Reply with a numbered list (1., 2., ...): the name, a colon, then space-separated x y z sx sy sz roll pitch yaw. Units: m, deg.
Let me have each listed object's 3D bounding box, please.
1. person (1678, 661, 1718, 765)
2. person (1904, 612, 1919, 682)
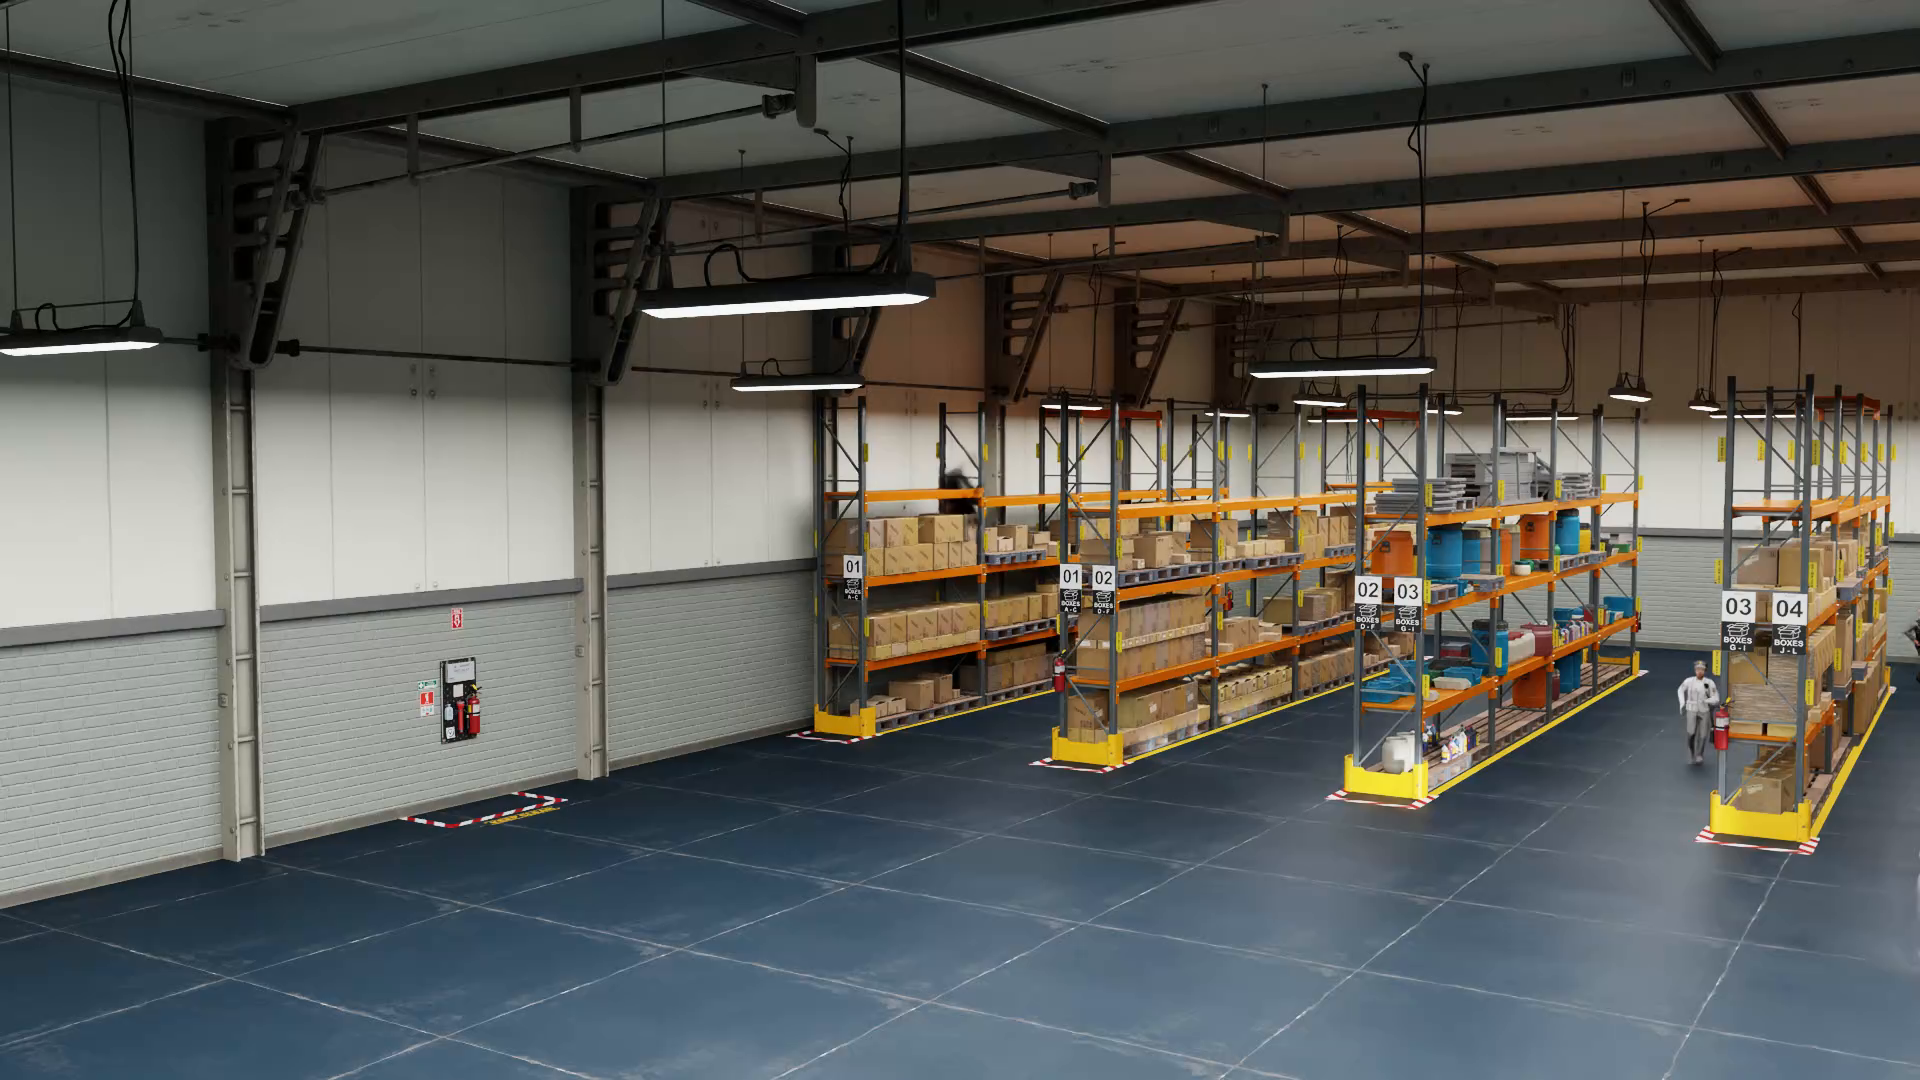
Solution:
1. person: 11.791 2.759 26.576 0.587 1.674 0.656 1 3 22
2. person: 20.409 2.315 35.194 0.669 1.746 0.740 -1 3 -21
